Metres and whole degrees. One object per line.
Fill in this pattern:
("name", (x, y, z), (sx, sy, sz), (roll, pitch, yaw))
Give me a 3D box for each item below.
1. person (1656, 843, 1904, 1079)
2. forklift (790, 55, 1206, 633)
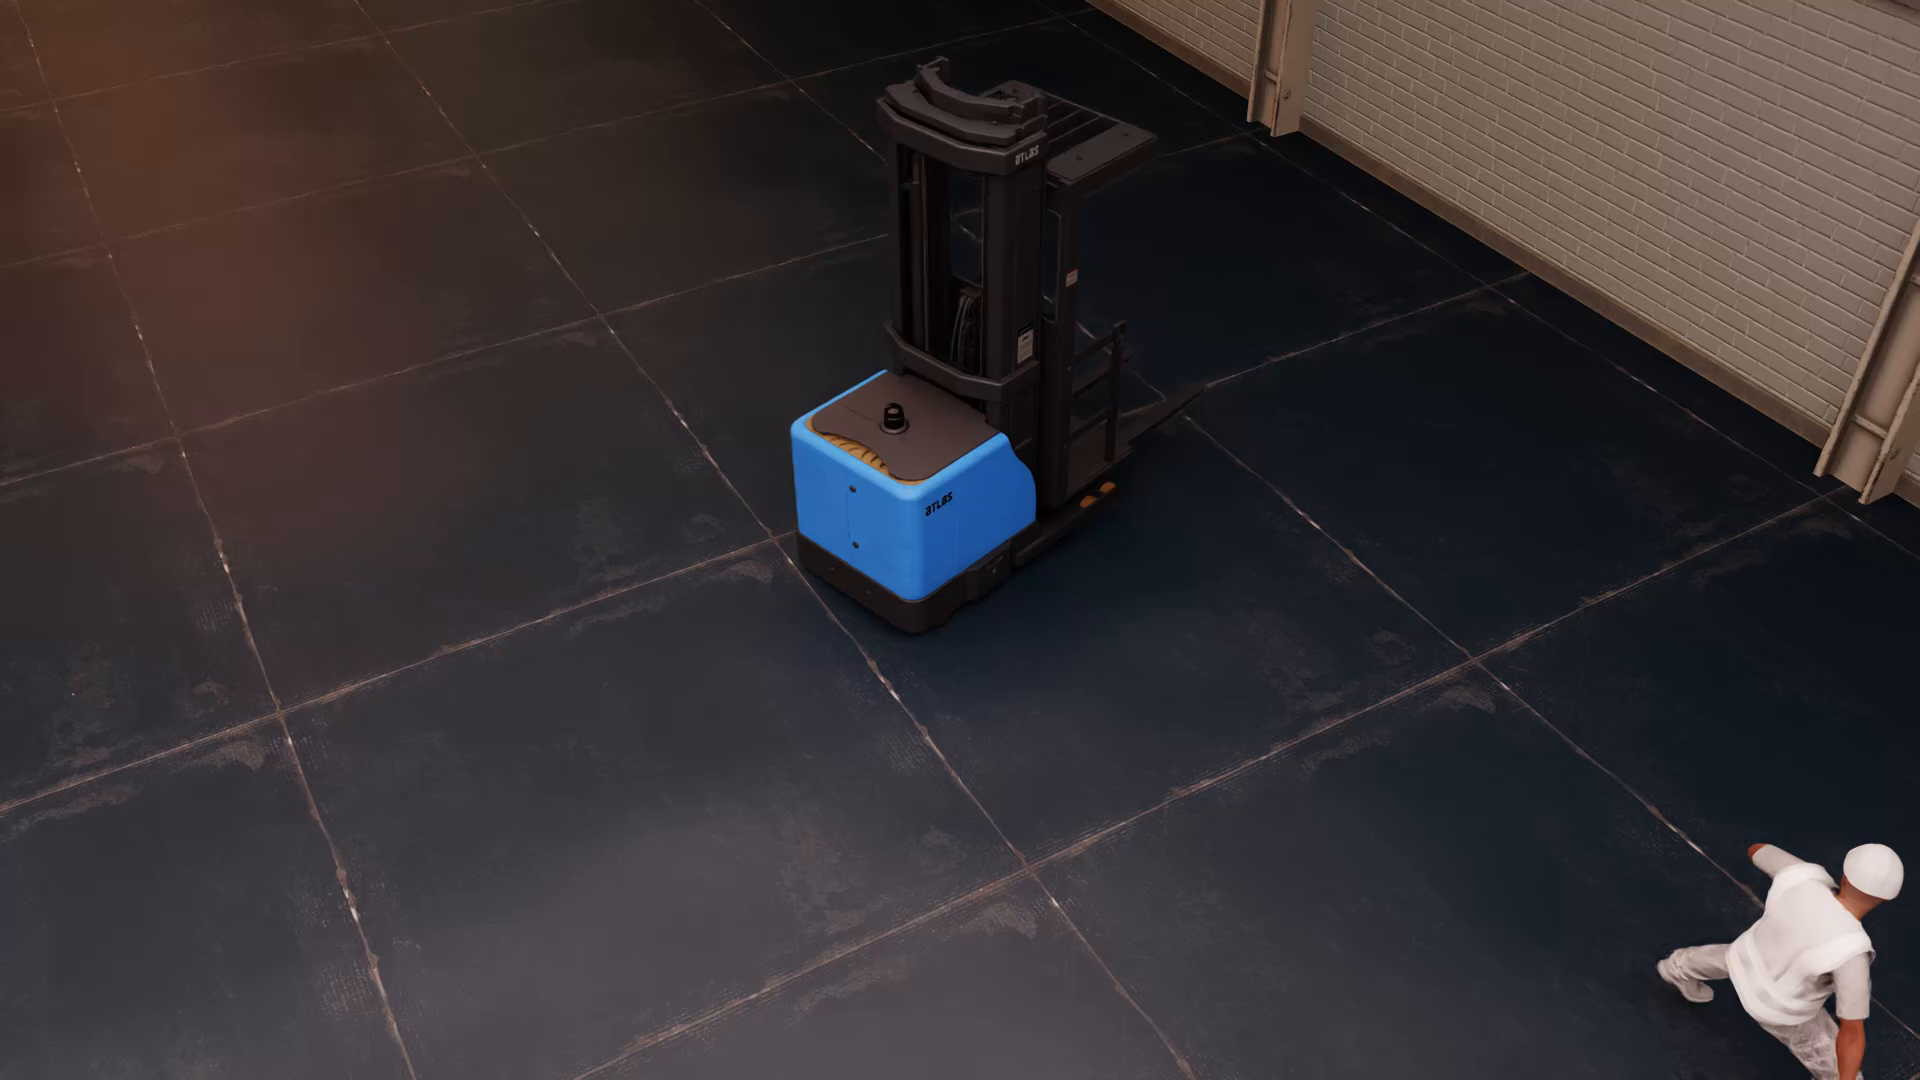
("person", (3.460, 1.868, 6.851), (0.508, 1.657, 1.212), (-1, 40, -1))
("forklift", (0.388, -1.443, 9.776), (1.130, 2.935, 3.031), (31, 49, 32))
